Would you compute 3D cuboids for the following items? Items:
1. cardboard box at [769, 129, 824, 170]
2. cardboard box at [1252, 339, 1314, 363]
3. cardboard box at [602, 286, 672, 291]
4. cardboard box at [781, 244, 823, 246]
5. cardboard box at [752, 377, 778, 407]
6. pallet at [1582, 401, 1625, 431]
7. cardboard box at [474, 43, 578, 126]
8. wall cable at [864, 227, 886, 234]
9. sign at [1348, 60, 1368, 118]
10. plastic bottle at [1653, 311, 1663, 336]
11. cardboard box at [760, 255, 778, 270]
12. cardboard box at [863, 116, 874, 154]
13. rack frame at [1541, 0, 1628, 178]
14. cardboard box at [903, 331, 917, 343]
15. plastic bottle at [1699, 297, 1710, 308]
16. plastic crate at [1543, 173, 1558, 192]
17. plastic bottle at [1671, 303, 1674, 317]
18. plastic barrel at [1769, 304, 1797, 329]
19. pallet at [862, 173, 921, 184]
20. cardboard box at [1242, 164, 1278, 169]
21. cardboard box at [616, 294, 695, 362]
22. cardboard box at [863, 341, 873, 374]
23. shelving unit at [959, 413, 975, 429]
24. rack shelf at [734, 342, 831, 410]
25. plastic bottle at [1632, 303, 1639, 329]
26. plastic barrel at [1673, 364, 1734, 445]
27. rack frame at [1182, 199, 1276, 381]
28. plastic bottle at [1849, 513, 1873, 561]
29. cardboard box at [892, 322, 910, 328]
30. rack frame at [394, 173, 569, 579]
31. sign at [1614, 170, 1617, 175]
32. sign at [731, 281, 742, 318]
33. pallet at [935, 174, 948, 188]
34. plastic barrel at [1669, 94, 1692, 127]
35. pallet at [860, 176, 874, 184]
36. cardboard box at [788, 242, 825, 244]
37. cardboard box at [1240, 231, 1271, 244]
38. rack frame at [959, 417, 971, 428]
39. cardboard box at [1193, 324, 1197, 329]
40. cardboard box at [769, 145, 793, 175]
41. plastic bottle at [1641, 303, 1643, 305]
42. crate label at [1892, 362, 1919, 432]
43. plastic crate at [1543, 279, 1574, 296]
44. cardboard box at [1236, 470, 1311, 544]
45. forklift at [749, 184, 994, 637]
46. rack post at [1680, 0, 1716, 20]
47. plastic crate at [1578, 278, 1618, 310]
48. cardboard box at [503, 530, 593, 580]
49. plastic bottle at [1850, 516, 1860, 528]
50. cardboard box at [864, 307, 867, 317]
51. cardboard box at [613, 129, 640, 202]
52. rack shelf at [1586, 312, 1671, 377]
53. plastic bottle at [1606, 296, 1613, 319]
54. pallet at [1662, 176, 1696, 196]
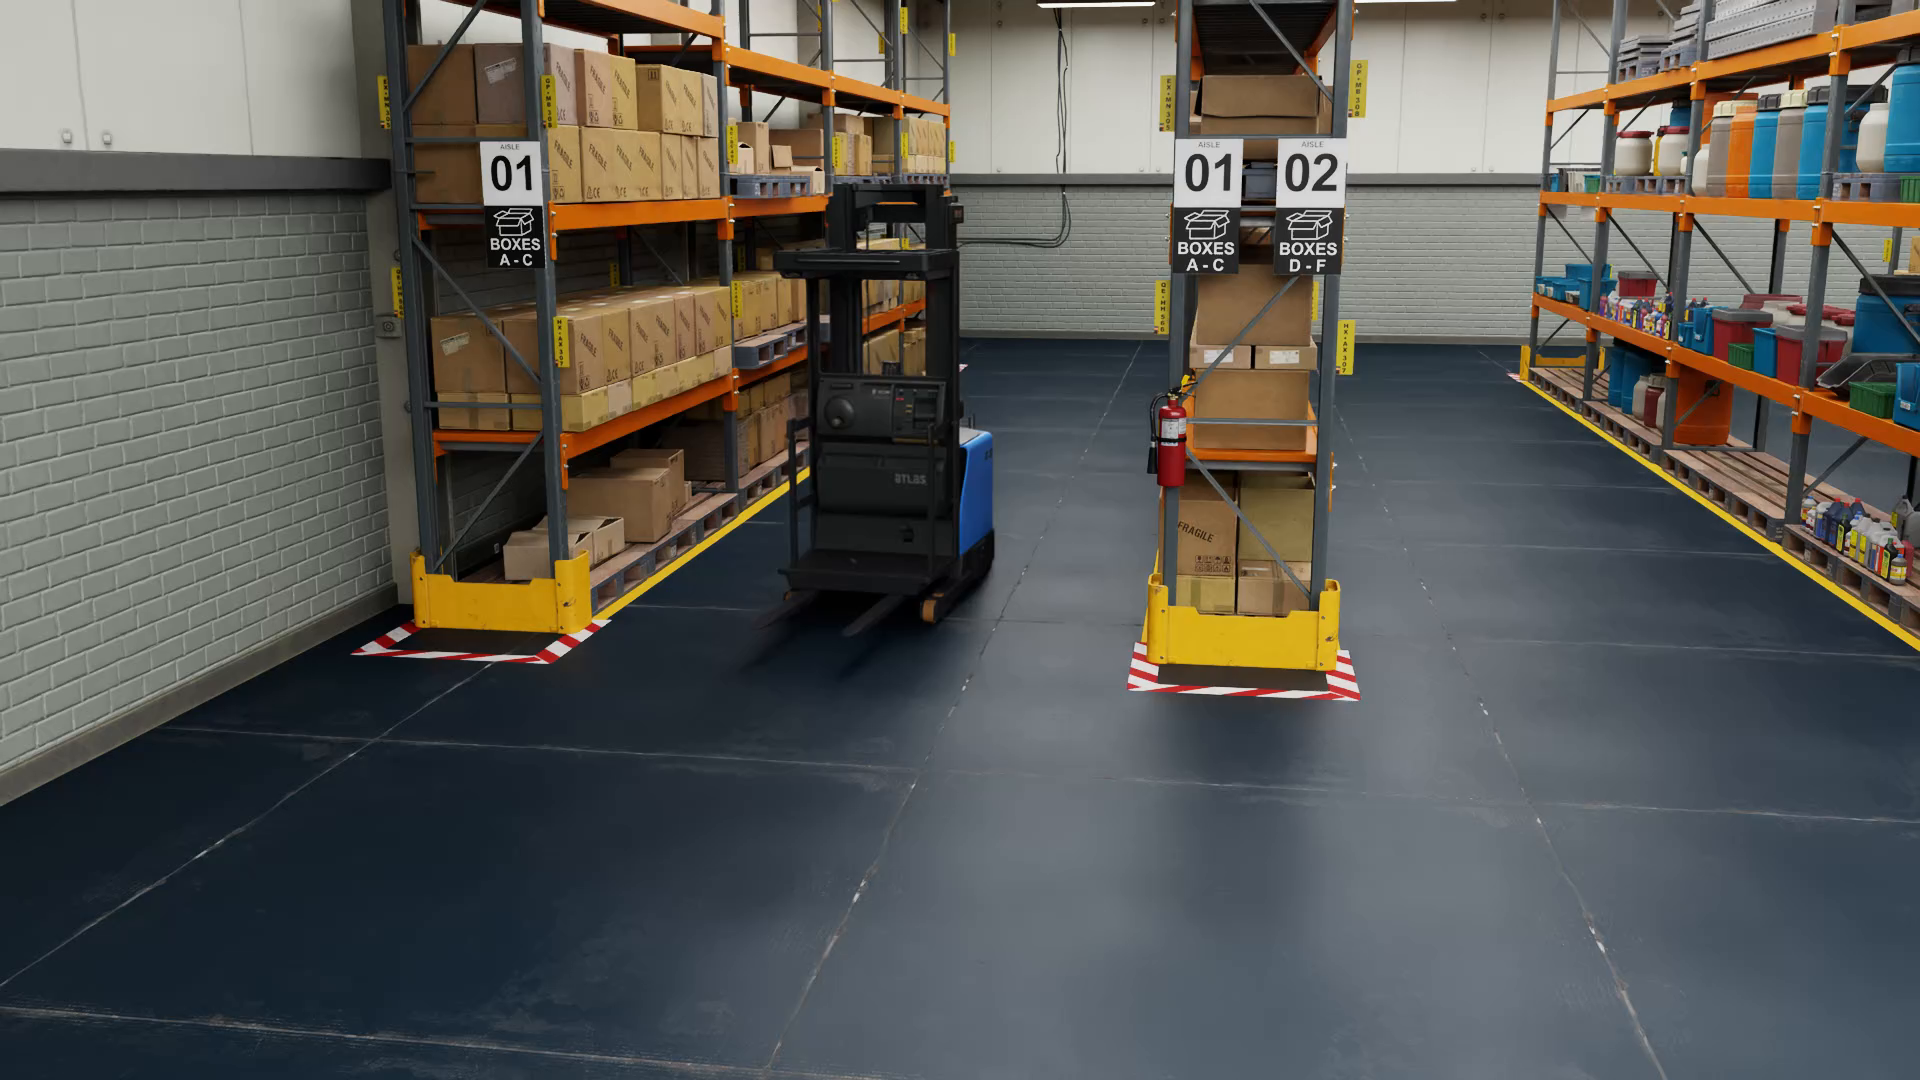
[{"bbox_3d":[-1.875,-4.374,18.767,0.700,0.500,0.500,1,12,4],"label":"cardboard box"},{"bbox_3d":[2.085,-1.213,10.726,0.380,0.149,0.250,2,12,7],"label":"cardboard box"},{"bbox_3d":[-2.785,-1.922,14.320,0.500,0.500,0.500,2,12,7],"label":"cardboard box"},{"bbox_3d":[-1.912,-3.430,20.020,0.500,0.250,0.500,2,12,7],"label":"cardboard box"},{"bbox_3d":[-2.174,-1.527,17.067,0.500,0.250,0.500,2,12,8],"label":"cardboard box"},{"bbox_3d":[8.353,-1.532,20.600,1.003,0.211,1.213,2,12,9],"label":"pallet"},{"bbox_3d":[-2.822,-2.963,10.846,0.500,0.500,0.500,1,12,5],"label":"cardboard box"},{"bbox_3d":[-1.399,-5.002,27.671,0.084,1.984,1.851,2,12,9],"label":"wall cable"},{"bbox_3d":[2.321,-2.631,9.697,0.100,0.325,0.005,2,12,9],"label":"sign"},{"bbox_3d":[7.640,-2.369,18.170,0.097,0.271,0.097,0,12,0],"label":"plastic bottle"},{"bbox_3d":[-1.949,-2.983,17.895,0.380,0.149,0.250,0,12,-1],"label":"cardboard box"},{"bbox_3d":[-1.399,-5.542,22.811,0.500,0.500,0.500,2,12,8],"label":"cardboard box"},{"bbox_3d":[9.128,-6.820,24.277,1.000,3.000,0.127,2,12,9],"label":"rack frame"},{"bbox_3d":[-0.827,-2.893,23.696,0.380,0.149,0.250,2,12,11],"label":"cardboard box"},{"bbox_3d":[8.526,-2.599,19.050,0.144,0.351,0.185,2,12,9],"label":"plastic bottle"},{"bbox_3d":[8.794,-5.218,24.277,0.497,0.269,0.590,2,12,9],"label":"plastic crate"},{"bbox_3d":[8.512,-2.718,19.791,0.097,0.271,0.097,0,12,0],"label":"plastic bottle"},{"bbox_3d":[7.886,-1.967,15.737,0.421,0.512,0.421,0,12,0],"label":"plastic barrel"},{"bbox_3d":[-1.140,-4.968,23.017,1.003,0.211,1.213,2,12,9],"label":"pallet"},{"bbox_3d":[2.493,-3.276,14.316,0.500,0.250,0.500,3,13,15],"label":"cardboard box"},{"bbox_3d":[-2.433,-1.696,13.271,0.500,0.500,0.500,2,12,7],"label":"cardboard box"},{"bbox_3d":[-1.507,-2.028,20.389,0.750,0.750,0.750,2,12,8],"label":"cardboard box"},{"bbox_3d":[0.008,-0.524,13.934,0.215,1.050,0.252,2,12,9],"label":"shelving unit"},{"bbox_3d":[-2.199,-1.775,16.815,1.077,0.370,4.000,2,12,9],"label":"rack shelf"},{"bbox_3d":[7.763,-2.567,19.060,0.061,0.283,0.133,2,12,9],"label":"plastic bottle"},{"bbox_3d":[7.956,-1.468,17.841,0.600,0.830,0.708,2,12,9],"label":"plastic barrel"},{"bbox_3d":[2.389,-1.550,14.066,1.000,3.000,0.127,2,12,9],"label":"rack frame"},{"bbox_3d":[6.654,-0.027,12.241,0.144,0.351,0.185,2,12,8],"label":"plastic bottle"},{"bbox_3d":[-0.964,-3.234,25.278,0.380,0.149,0.250,2,12,9],"label":"cardboard box"},{"bbox_3d":[-3.122,-0.877,10.944,1.000,3.000,0.127,2,12,9],"label":"rack frame"},{"bbox_3d":[9.674,-5.288,24.537,0.100,0.325,0.005,2,12,9],"label":"sign"},{"bbox_3d":[-1.969,-2.117,14.642,0.100,0.325,0.005,2,12,9],"label":"sign"},{"bbox_3d":[-0.765,-5.476,25.374,1.003,0.211,1.213,2,12,9],"label":"pallet"},{"bbox_3d":[8.402,-4.611,18.961,0.600,0.901,0.708,2,12,9],"label":"plastic barrel"},{"bbox_3d":[-1.675,-4.285,20.086,1.003,0.211,1.213,2,12,11],"label":"pallet"},{"bbox_3d":[-1.835,-3.536,20.512,0.500,0.250,0.500,2,12,7],"label":"cardboard box"},{"bbox_3d":[3.970,-3.842,22.091,0.500,0.500,0.500,2,12,10],"label":"cardboard box"},{"bbox_3d":[-0.011,-0.499,13.817,0.200,1.050,0.008,2,12,9],"label":"rack frame"},{"bbox_3d":[1.842,-1.439,11.773,0.380,0.149,0.250,2,12,10],"label":"cardboard box"},{"bbox_3d":[-2.182,-3.802,17.104,0.797,0.503,0.637,4,13,17],"label":"cardboard box"},{"bbox_3d":[7.824,-2.565,19.051,0.061,0.283,0.133,2,12,9],"label":"plastic bottle"},{"bbox_3d":[6.683,-0.965,11.269,0.502,0.435,0.616,2,12,9],"label":"crate label"},{"bbox_3d":[8.664,-3.657,24.096,0.416,0.233,0.300,2,12,9],"label":"plastic crate"},{"bbox_3d":[2.215,-0.258,11.822,0.500,0.500,0.500,2,12,9],"label":"cardboard box"},{"bbox_3d":[-0.605,-0.953,11.457,1.130,2.935,3.031,3,13,15],"label":"forklift"},{"bbox_3d":[7.921,-5.572,17.263,0.624,0.289,0.986,2,12,9],"label":"rack post"},{"bbox_3d":[8.248,-3.184,21.543,0.392,0.384,0.575,2,12,9],"label":"plastic crate"},{"bbox_3d":[-2.926,0.081,11.836,0.500,0.311,0.500,0,12,2],"label":"cardboard box"},{"bbox_3d":[6.734,-0.045,12.512,0.097,0.271,0.097,0,12,0],"label":"plastic bottle"},{"bbox_3d":[-1.339,-2.865,20.715,0.380,0.149,0.250,2,12,10],"label":"cardboard box"},{"bbox_3d":[-2.629,-2.683,11.916,0.500,0.500,0.500,2,12,11],"label":"cardboard box"},{"bbox_3d":[8.206,-2.286,19.190,1.077,0.370,4.000,2,12,9],"label":"rack shelf"},{"bbox_3d":[8.000,-2.856,20.432,0.097,0.271,0.097,0,12,0],"label":"plastic bottle"},{"bbox_3d":[8.112,-3.752,17.610,1.003,0.211,1.213,2,12,9],"label":"pallet"}]
